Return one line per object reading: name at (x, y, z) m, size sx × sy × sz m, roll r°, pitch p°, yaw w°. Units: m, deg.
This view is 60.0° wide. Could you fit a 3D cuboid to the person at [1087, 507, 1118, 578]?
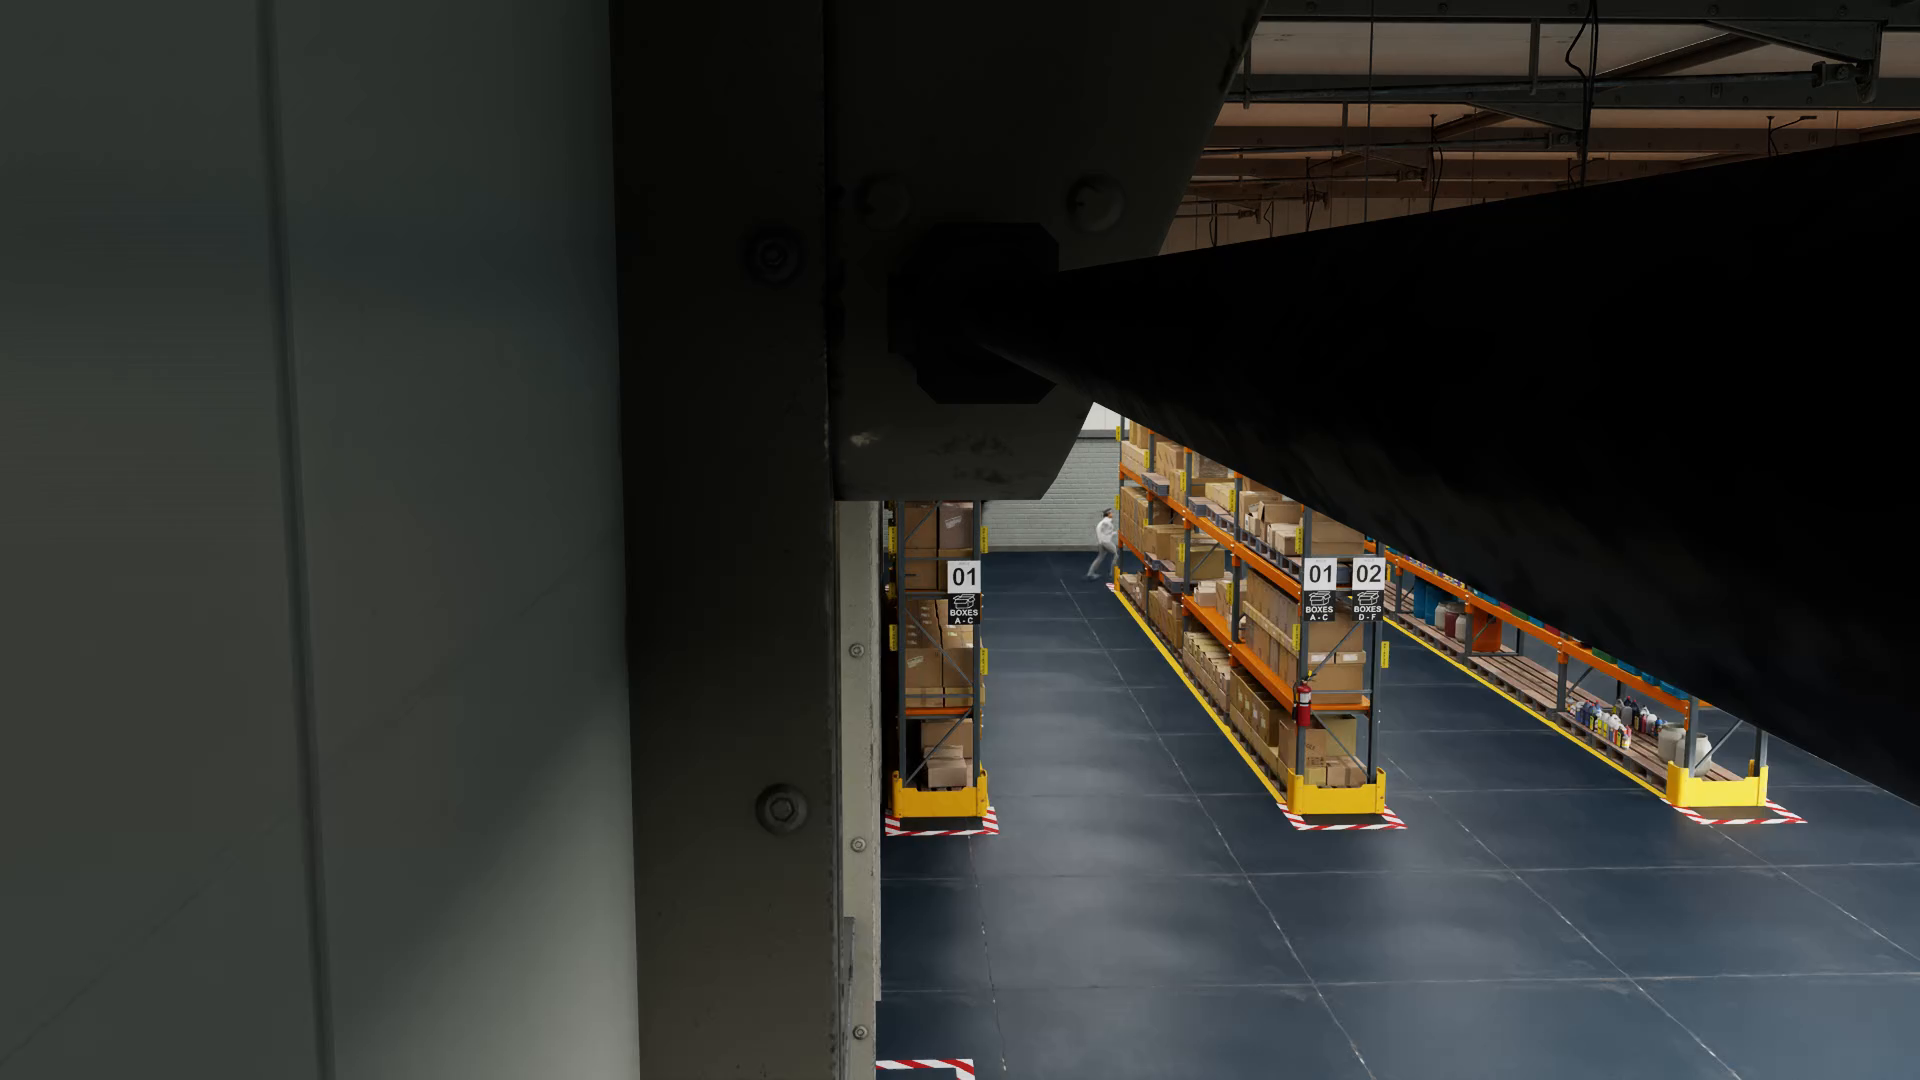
person at (3.281, 0.090, 37.702) m, size 0.783 × 1.719 × 0.615 m, roll 0°, pitch 8°, yaw -3°
